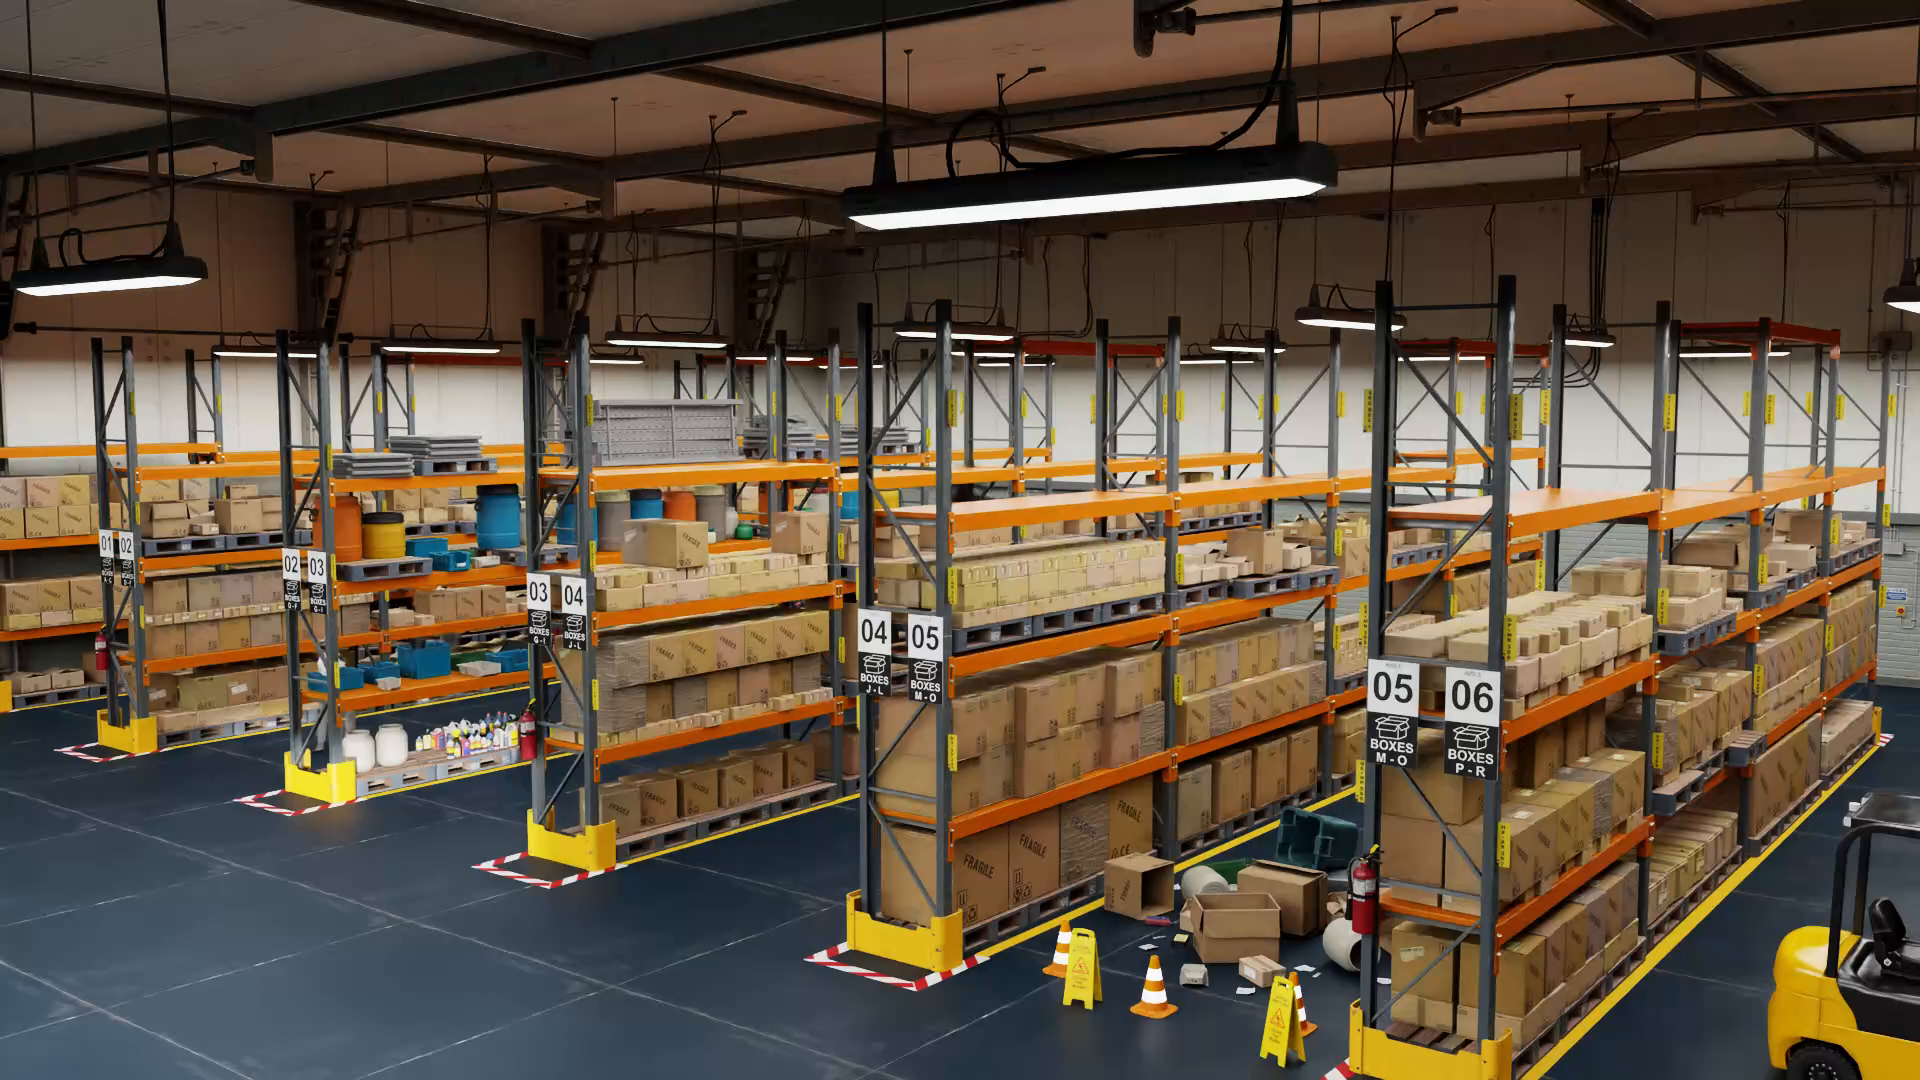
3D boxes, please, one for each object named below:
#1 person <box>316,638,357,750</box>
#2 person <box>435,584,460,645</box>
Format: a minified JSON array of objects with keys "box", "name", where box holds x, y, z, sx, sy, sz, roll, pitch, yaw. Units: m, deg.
[{"box":[-9.098,2.231,24.272,0.517,1.716,0.621,4,6,38],"name":"person"},{"box":[-9.816,1.518,31.794,0.484,1.805,0.560,-1,5,-15],"name":"person"}]
